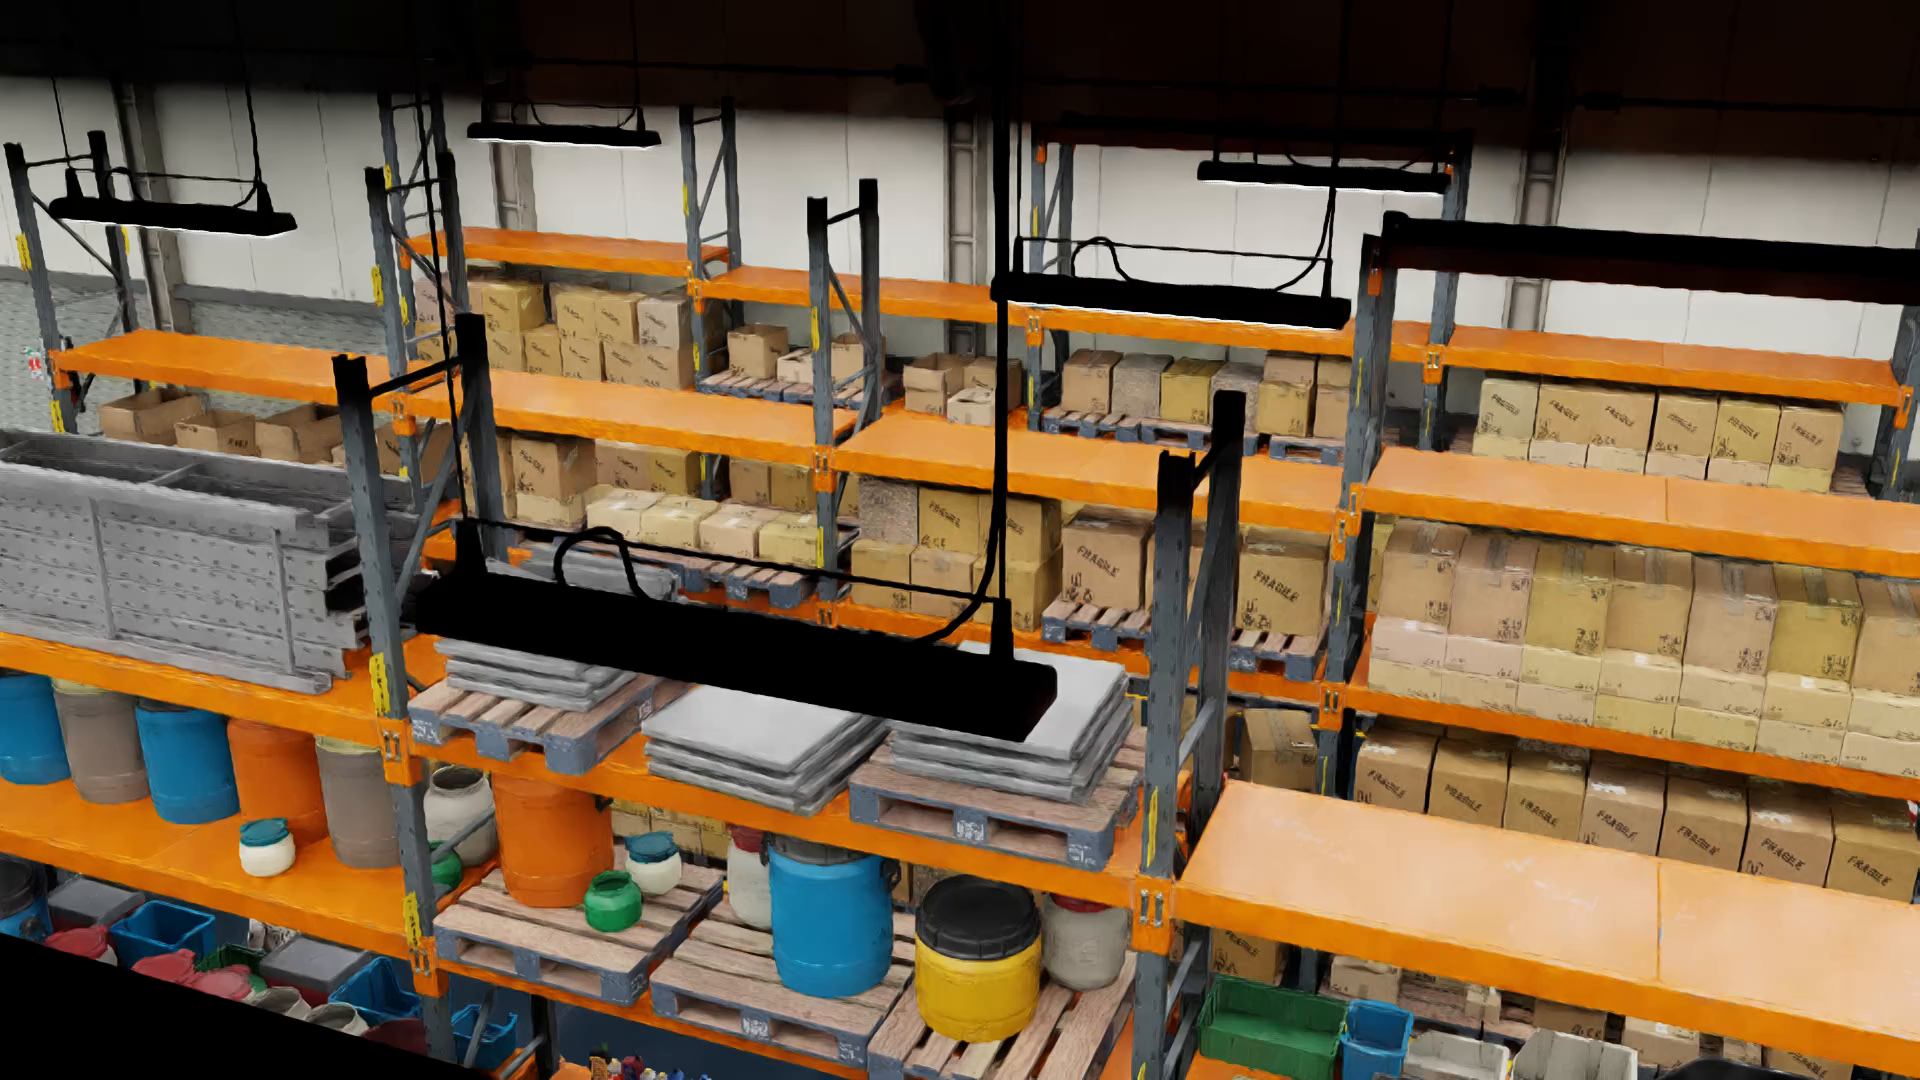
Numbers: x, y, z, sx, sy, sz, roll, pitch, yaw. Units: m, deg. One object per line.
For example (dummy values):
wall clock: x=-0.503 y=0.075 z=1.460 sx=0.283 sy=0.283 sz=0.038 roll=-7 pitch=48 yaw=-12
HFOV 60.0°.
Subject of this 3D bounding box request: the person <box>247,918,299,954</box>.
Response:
person: x=-4.883 y=3.057 z=12.042 sx=0.990 sy=1.614 sz=0.483 roll=12 pitch=24 yaw=29
